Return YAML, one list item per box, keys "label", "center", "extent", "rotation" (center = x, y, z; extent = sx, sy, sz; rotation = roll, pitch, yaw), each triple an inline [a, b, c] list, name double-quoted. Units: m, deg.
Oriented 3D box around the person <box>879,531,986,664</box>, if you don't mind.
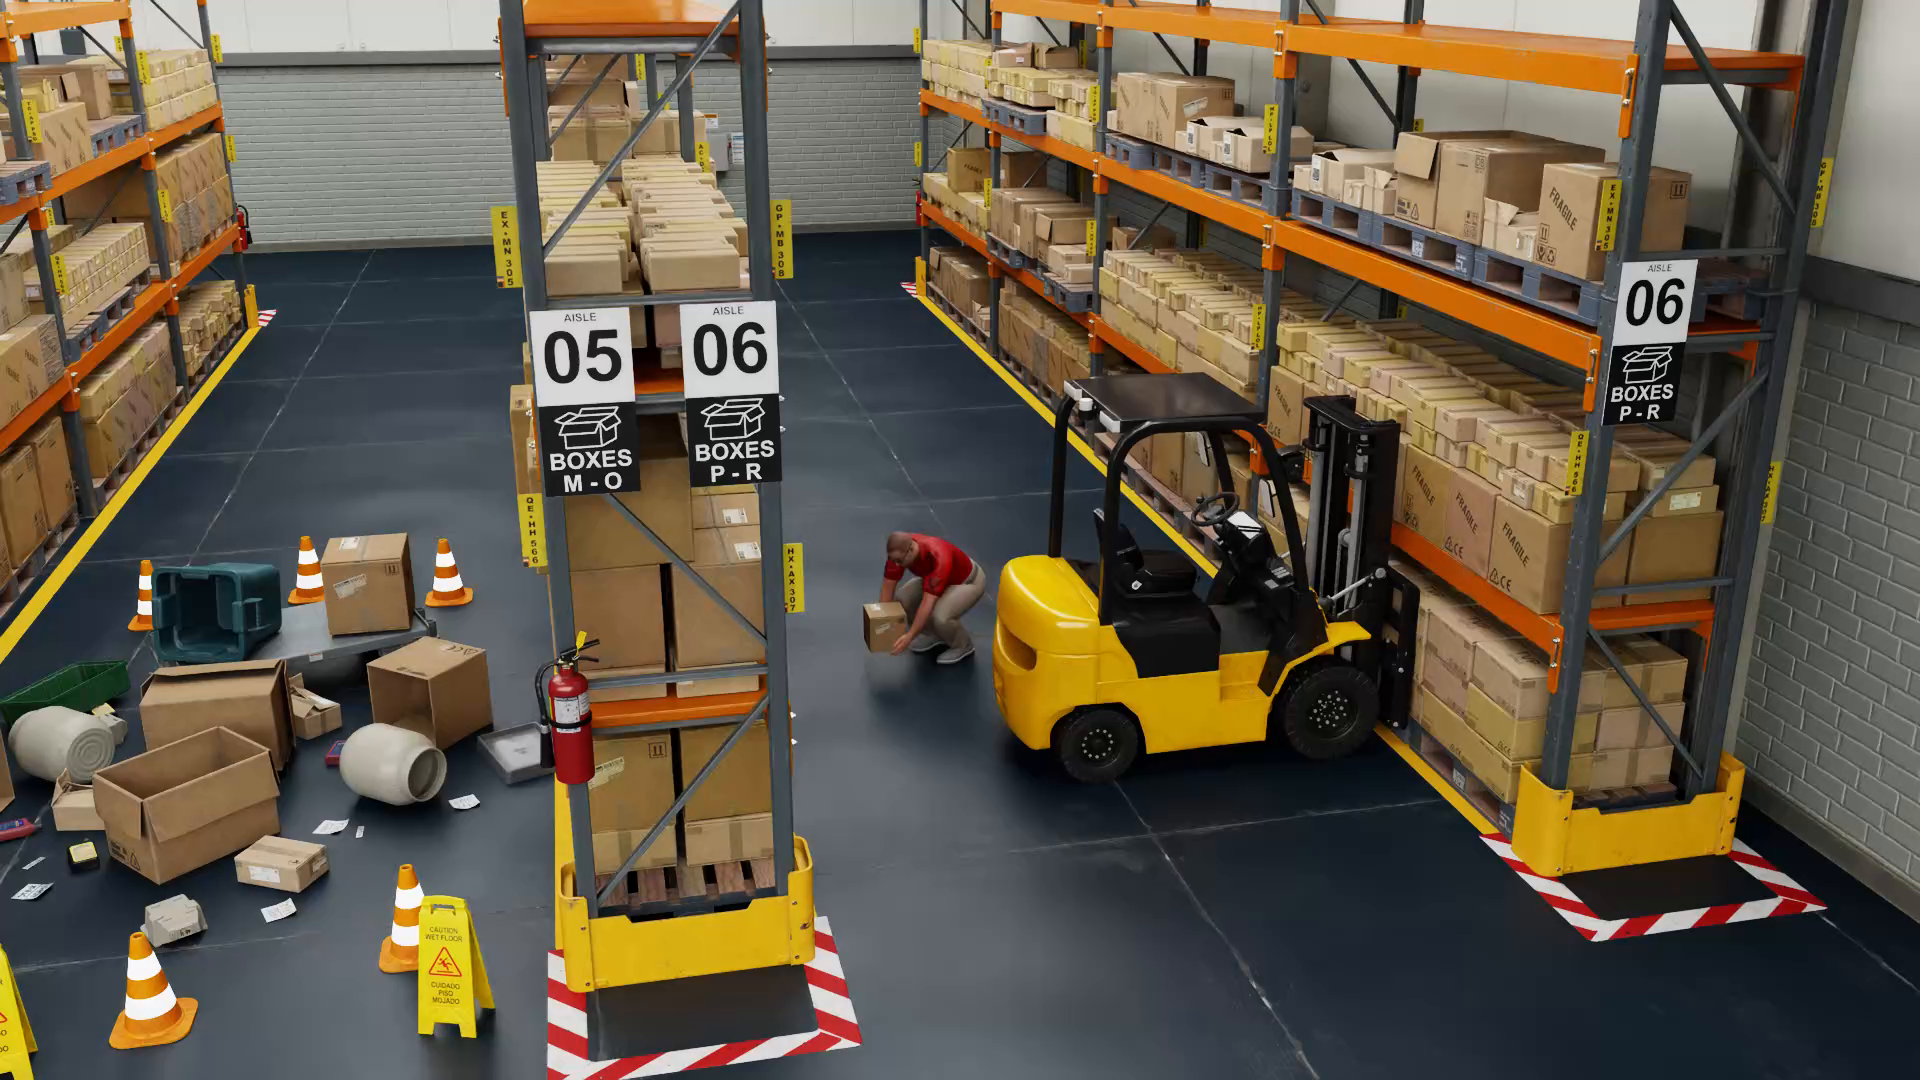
- label: "person"
  center: [-0.208, 0.344, 11.224]
  extent: [0.893, 1.001, 0.568]
  rotation: [-16, 25, -39]
